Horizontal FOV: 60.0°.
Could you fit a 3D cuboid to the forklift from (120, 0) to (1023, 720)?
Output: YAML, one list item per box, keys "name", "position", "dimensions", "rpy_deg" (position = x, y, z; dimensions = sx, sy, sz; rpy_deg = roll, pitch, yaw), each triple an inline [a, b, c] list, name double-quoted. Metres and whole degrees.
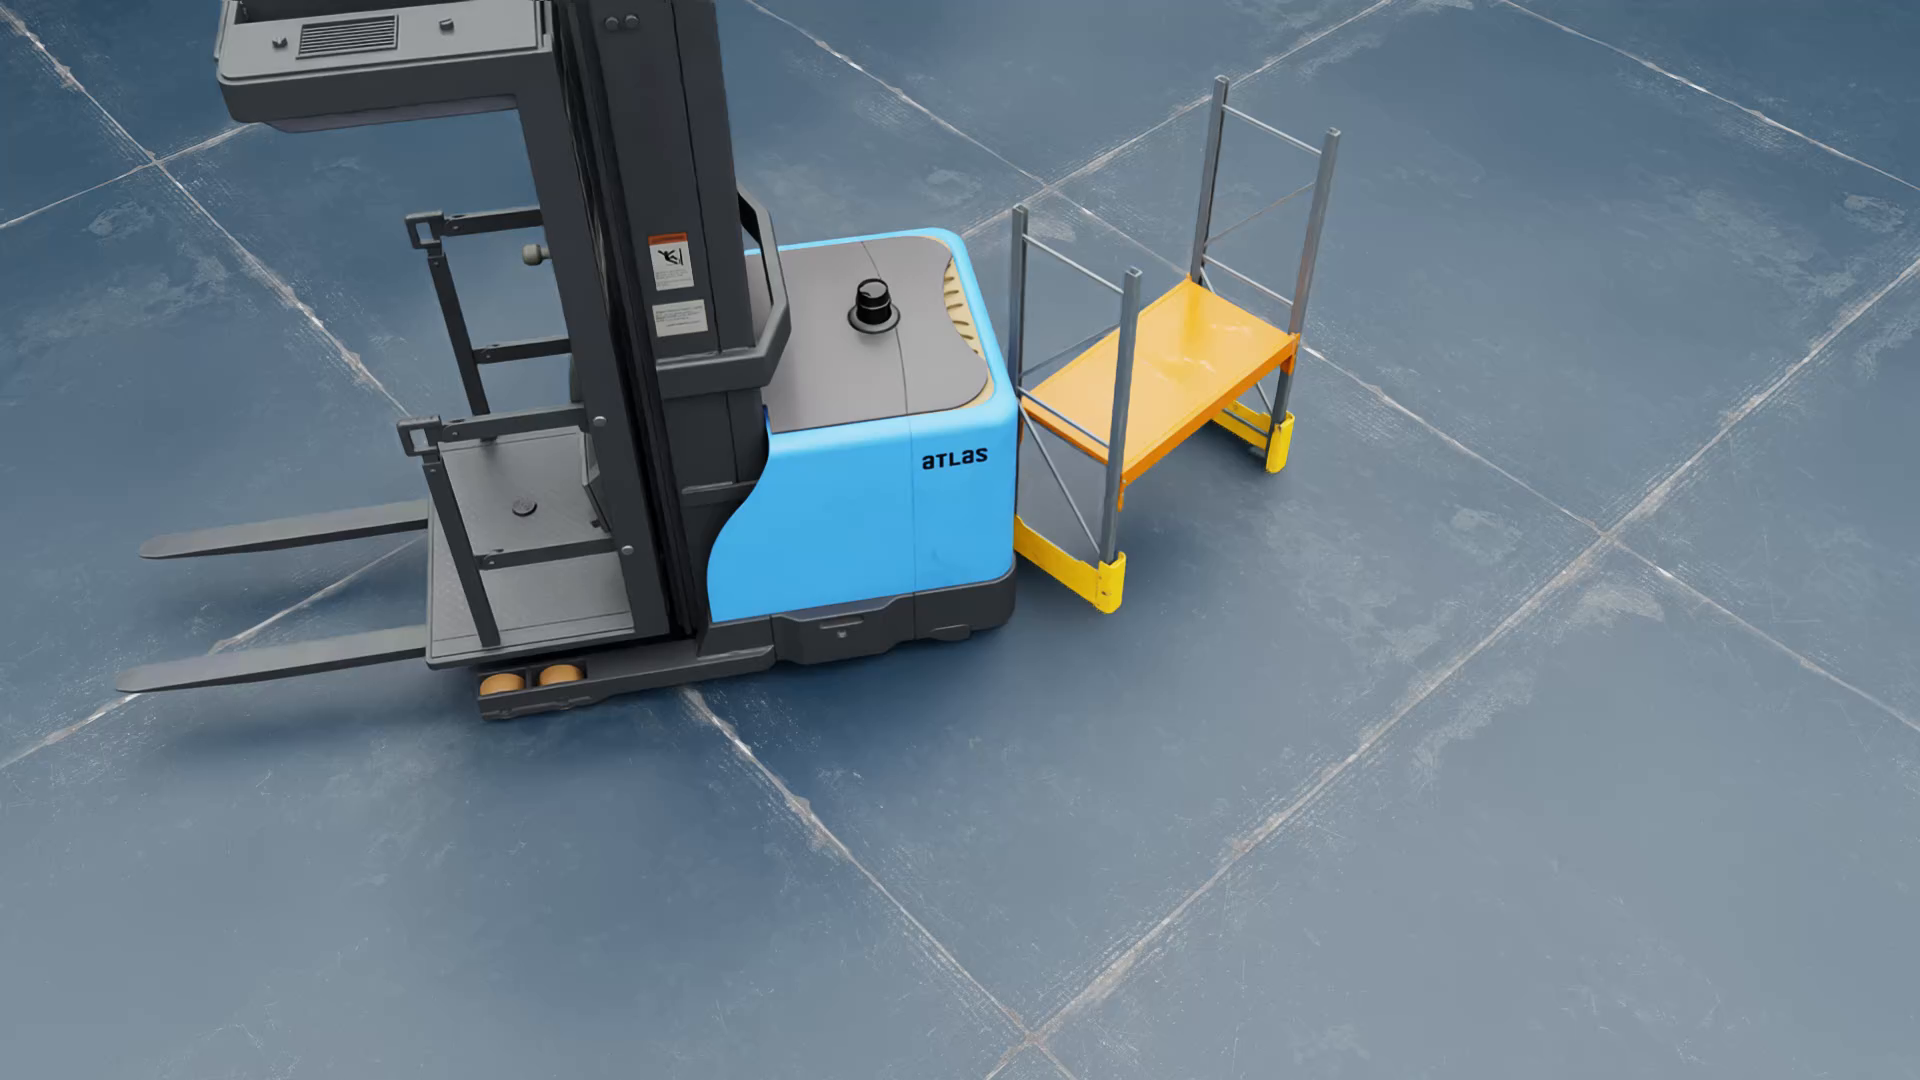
- name: "forklift"
  position: [-1.358, -0.811, 5.004]
  dimensions: [3.031, 2.935, 1.130]
  rpy_deg: [-8, 48, -8]

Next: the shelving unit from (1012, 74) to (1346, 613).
- name: "shelving unit"
  position: [0.715, -0.674, 5.852]
  dimensions: [0.587, 1.500, 1.083]
  rpy_deg: [35, 56, 28]

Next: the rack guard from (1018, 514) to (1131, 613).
- name: "rack guard"
  position: [0.370, 0.014, 6.067]
  dimensions: [0.587, 0.250, 0.087]
  rpy_deg: [35, 56, 28]

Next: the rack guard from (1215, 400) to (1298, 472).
- name: "rack guard"
  position: [1.059, -0.515, 6.555]
  dimensions: [0.587, 0.250, 0.087]
  rpy_deg: [35, 56, 28]

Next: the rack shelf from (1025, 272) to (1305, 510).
- name: "rack shelf"
  position: [0.721, -0.557, 5.988]
  dimensions: [0.538, 0.185, 1.000]
  rpy_deg: [35, 56, 28]

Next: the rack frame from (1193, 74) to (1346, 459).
- name: "rack frame"
  position: [1.073, -0.949, 6.105]
  dimensions: [0.500, 1.500, 0.032]
  rpy_deg: [35, 56, 28]

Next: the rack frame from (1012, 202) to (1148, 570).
- name: "rack frame"
  position: [0.369, -0.410, 5.607]
  dimensions: [0.500, 1.500, 0.032]
  rpy_deg: [35, 56, 28]
